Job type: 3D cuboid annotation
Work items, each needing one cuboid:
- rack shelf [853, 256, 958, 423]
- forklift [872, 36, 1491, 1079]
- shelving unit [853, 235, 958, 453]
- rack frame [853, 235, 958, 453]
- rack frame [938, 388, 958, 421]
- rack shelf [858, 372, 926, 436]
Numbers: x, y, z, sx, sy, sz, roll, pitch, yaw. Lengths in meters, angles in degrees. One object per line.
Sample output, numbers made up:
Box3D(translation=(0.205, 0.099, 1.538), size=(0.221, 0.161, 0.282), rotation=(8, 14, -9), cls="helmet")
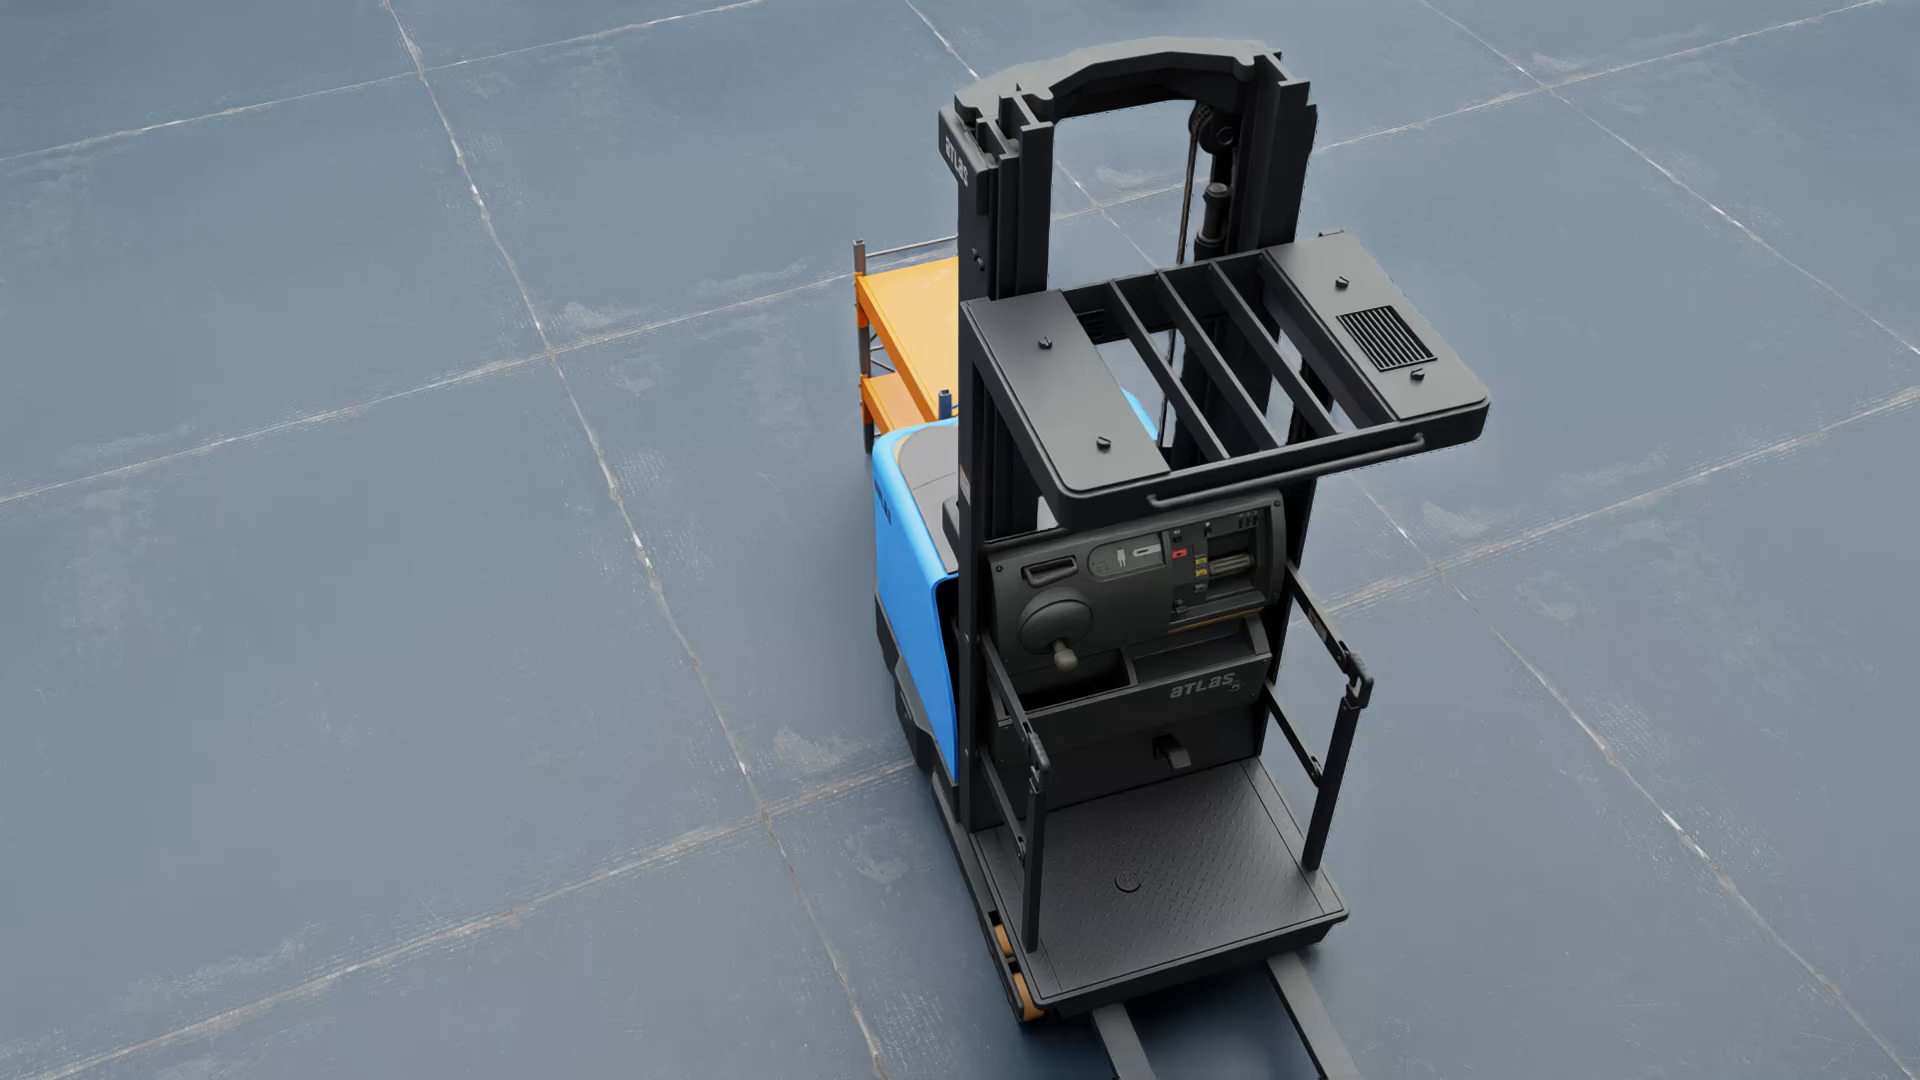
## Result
Box3D(translation=(-0.018, -0.738, 6.649), size=(0.538, 0.278, 1.000), rotation=(-15, 46, -14), cls="rack shelf")
Box3D(translation=(0.608, 0.219, 4.810), size=(1.130, 2.935, 3.031), rotation=(-13, 46, -13), cls="forklift")
Box3D(translation=(-0.018, -0.530, 6.855), size=(0.538, 1.125, 1.048), rotation=(-15, 46, -14), cls="shelving unit")
Box3D(translation=(-0.195, -0.864, 7.194), size=(0.500, 1.125, 0.032), rotation=(-15, 46, -14), cls="rack frame")
Box3D(translation=(0.160, -0.195, 6.516), size=(0.500, 1.125, 0.032), rotation=(-15, 46, -14), cls="rack frame")
Box3D(translation=(-0.018, -0.356, 7.026), size=(0.538, 0.278, 1.000), rotation=(-15, 46, -14), cls="rack shelf")
